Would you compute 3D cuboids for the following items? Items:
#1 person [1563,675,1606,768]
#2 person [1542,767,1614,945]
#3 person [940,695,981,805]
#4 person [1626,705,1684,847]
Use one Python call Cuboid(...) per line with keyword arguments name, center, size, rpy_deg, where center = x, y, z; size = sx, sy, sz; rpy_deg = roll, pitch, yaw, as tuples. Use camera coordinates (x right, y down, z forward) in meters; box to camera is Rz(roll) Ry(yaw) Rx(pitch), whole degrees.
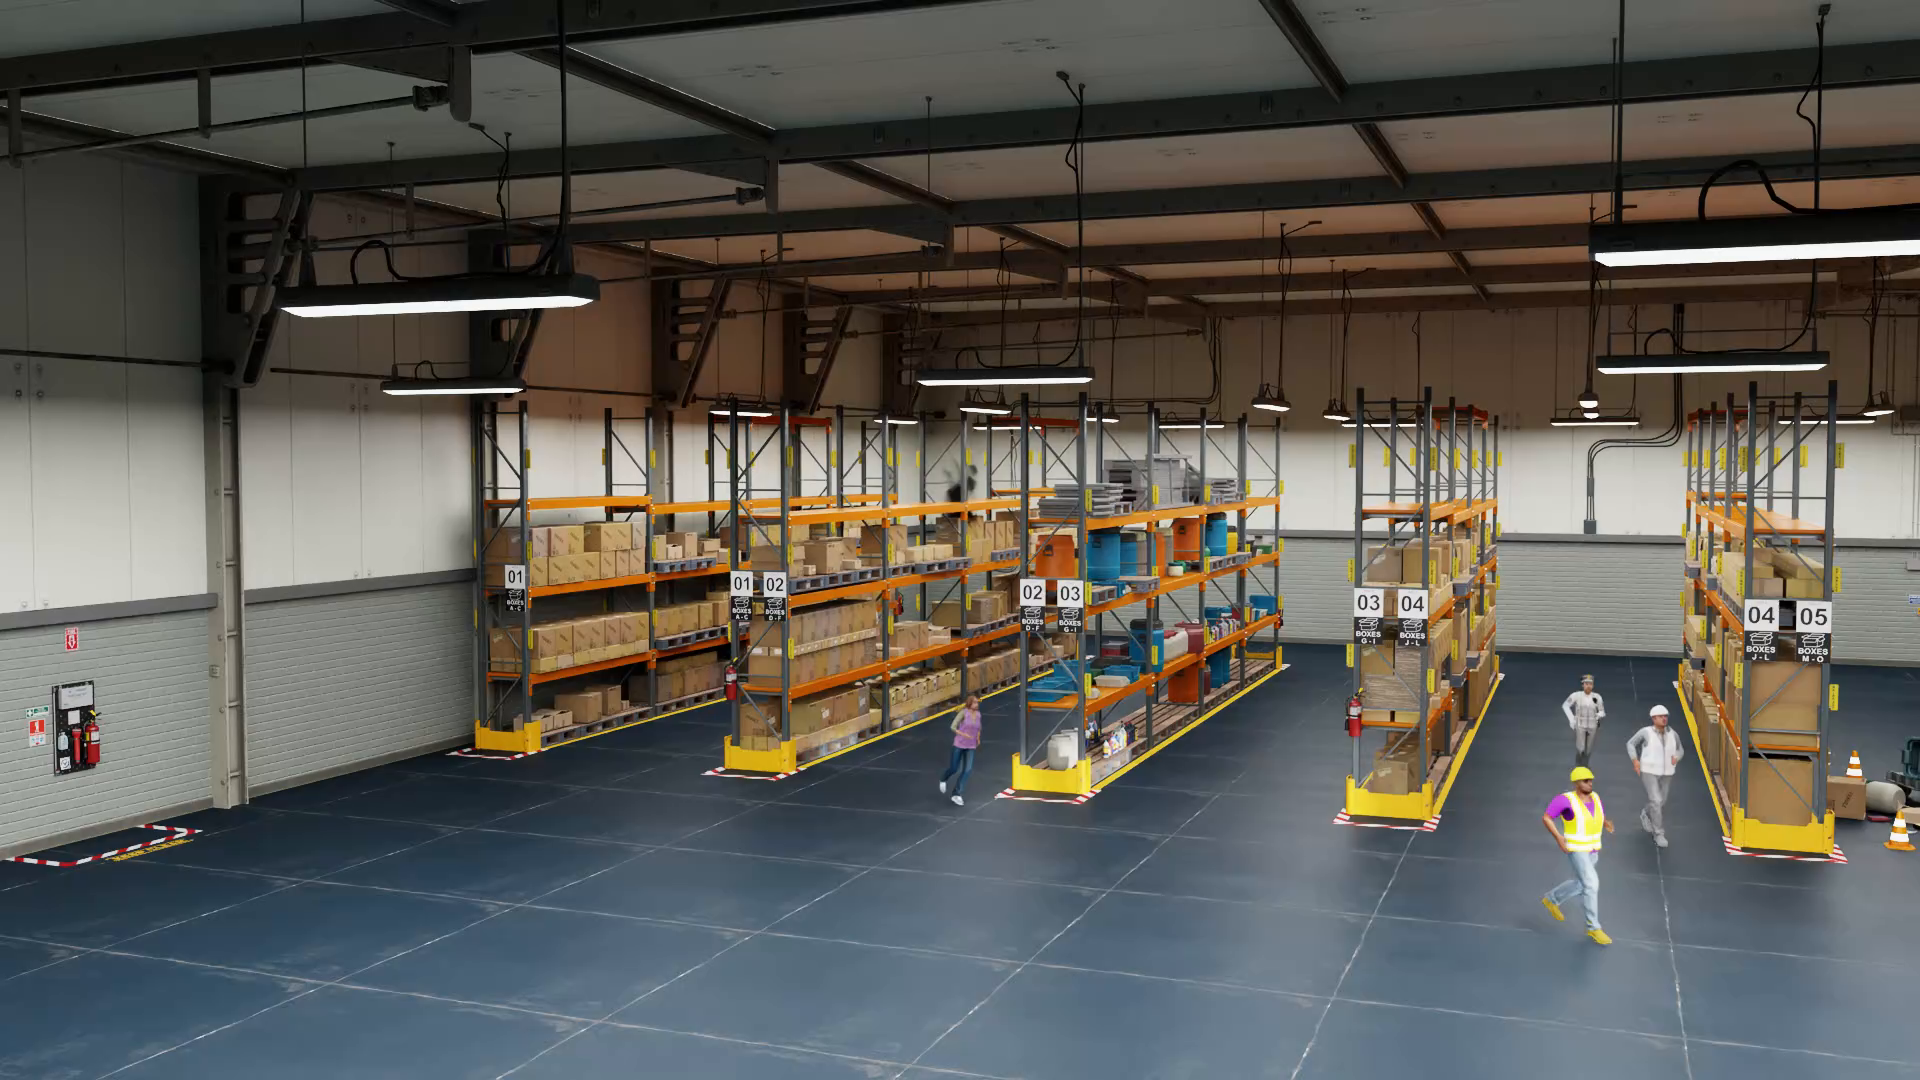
Cuboid(name="person", center=(9.638, 2.924, 25.625), size=(0.587, 1.696, 0.687), rpy_deg=(0, 3, 7))
Cuboid(name="person", center=(6.534, 3.263, 17.507), size=(0.682, 1.780, 0.914), rpy_deg=(-2, 3, -30))
Cuboid(name="person", center=(0.078, 3.042, 24.417), size=(0.583, 1.551, 0.824), rpy_deg=(-1, 3, -23))
Cuboid(name="person", center=(9.131, 3.044, 21.779), size=(0.677, 1.771, 0.911), rpy_deg=(0, 3, -5))
